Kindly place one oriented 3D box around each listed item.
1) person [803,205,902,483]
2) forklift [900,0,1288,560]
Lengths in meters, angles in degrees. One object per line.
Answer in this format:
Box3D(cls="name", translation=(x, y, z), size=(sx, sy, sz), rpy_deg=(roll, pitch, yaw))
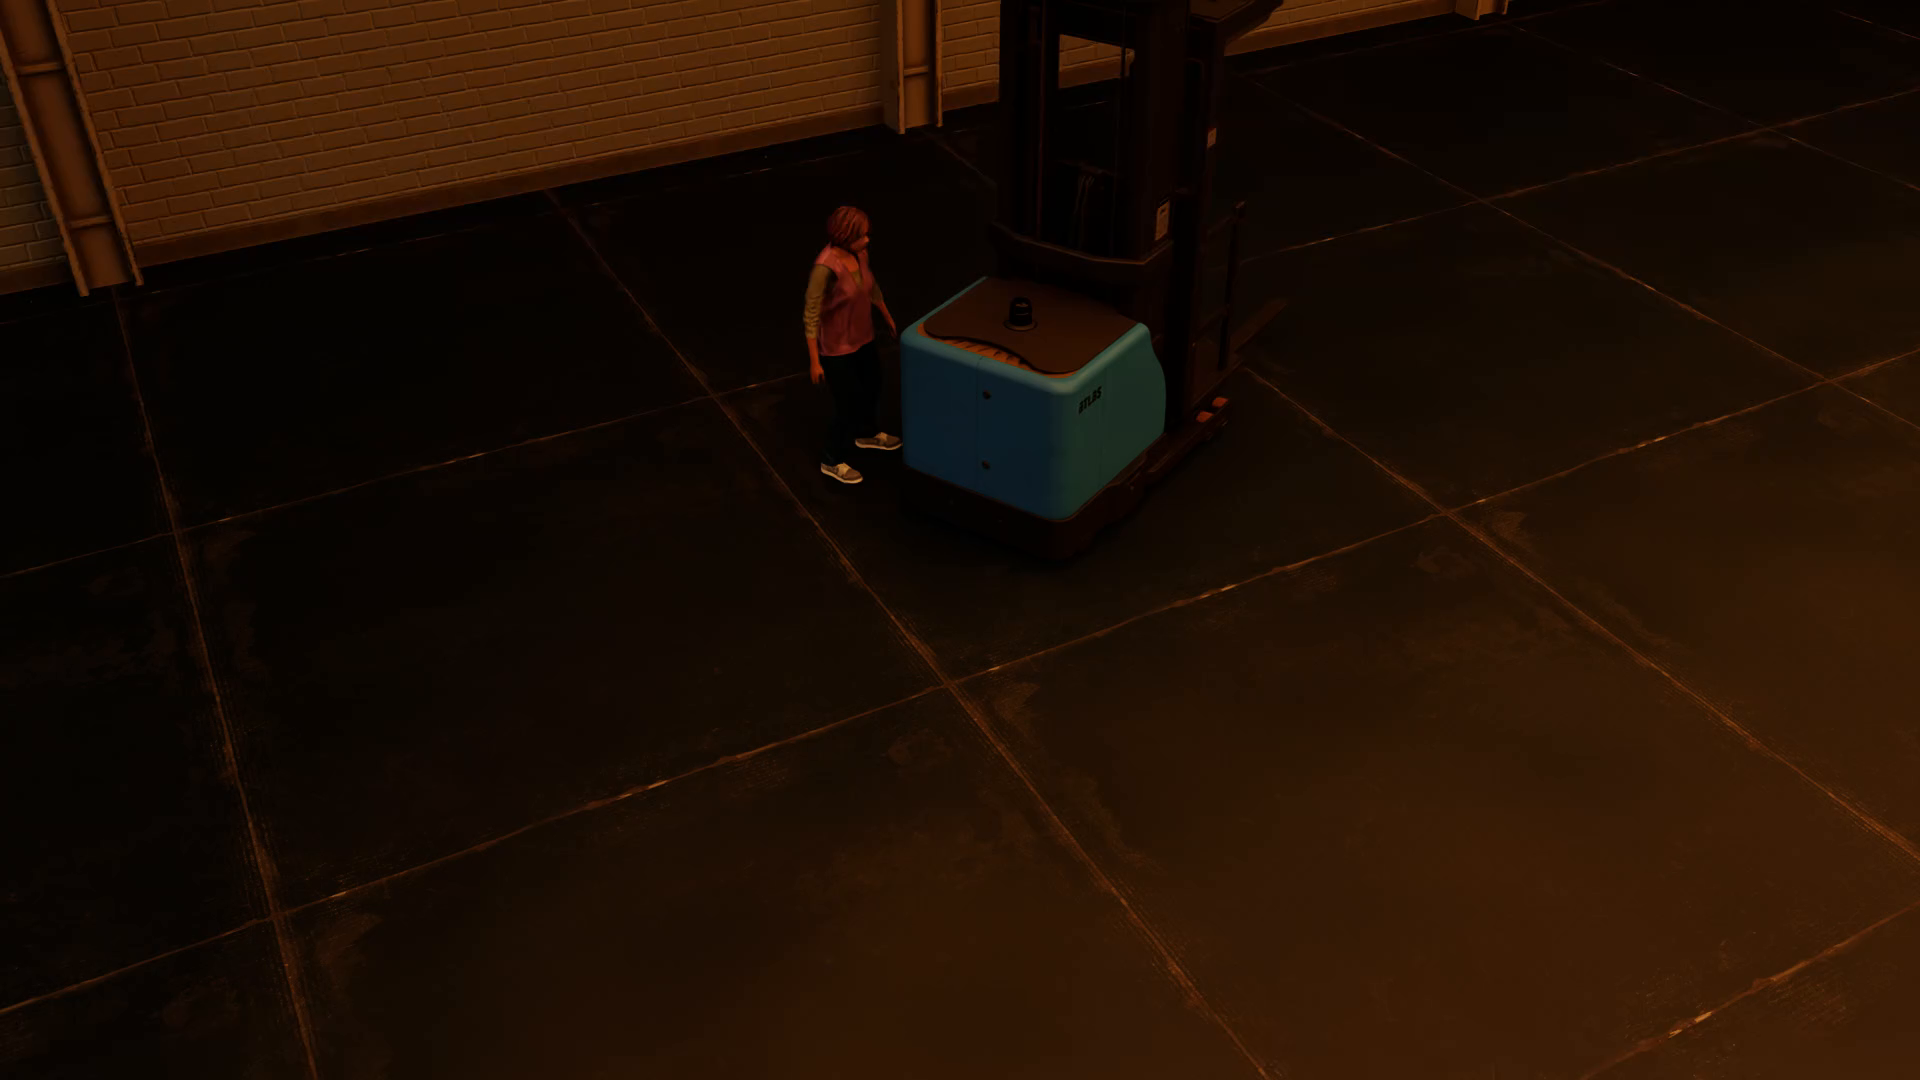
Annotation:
Box3D(cls="person", translation=(-0.584, -1.047, 8.783), size=(0.324, 1.574, 0.654), rpy_deg=(20, 40, 26))
Box3D(cls="forklift", translation=(0.928, -1.903, 8.816), size=(1.130, 2.935, 3.031), rpy_deg=(21, 41, 27))
